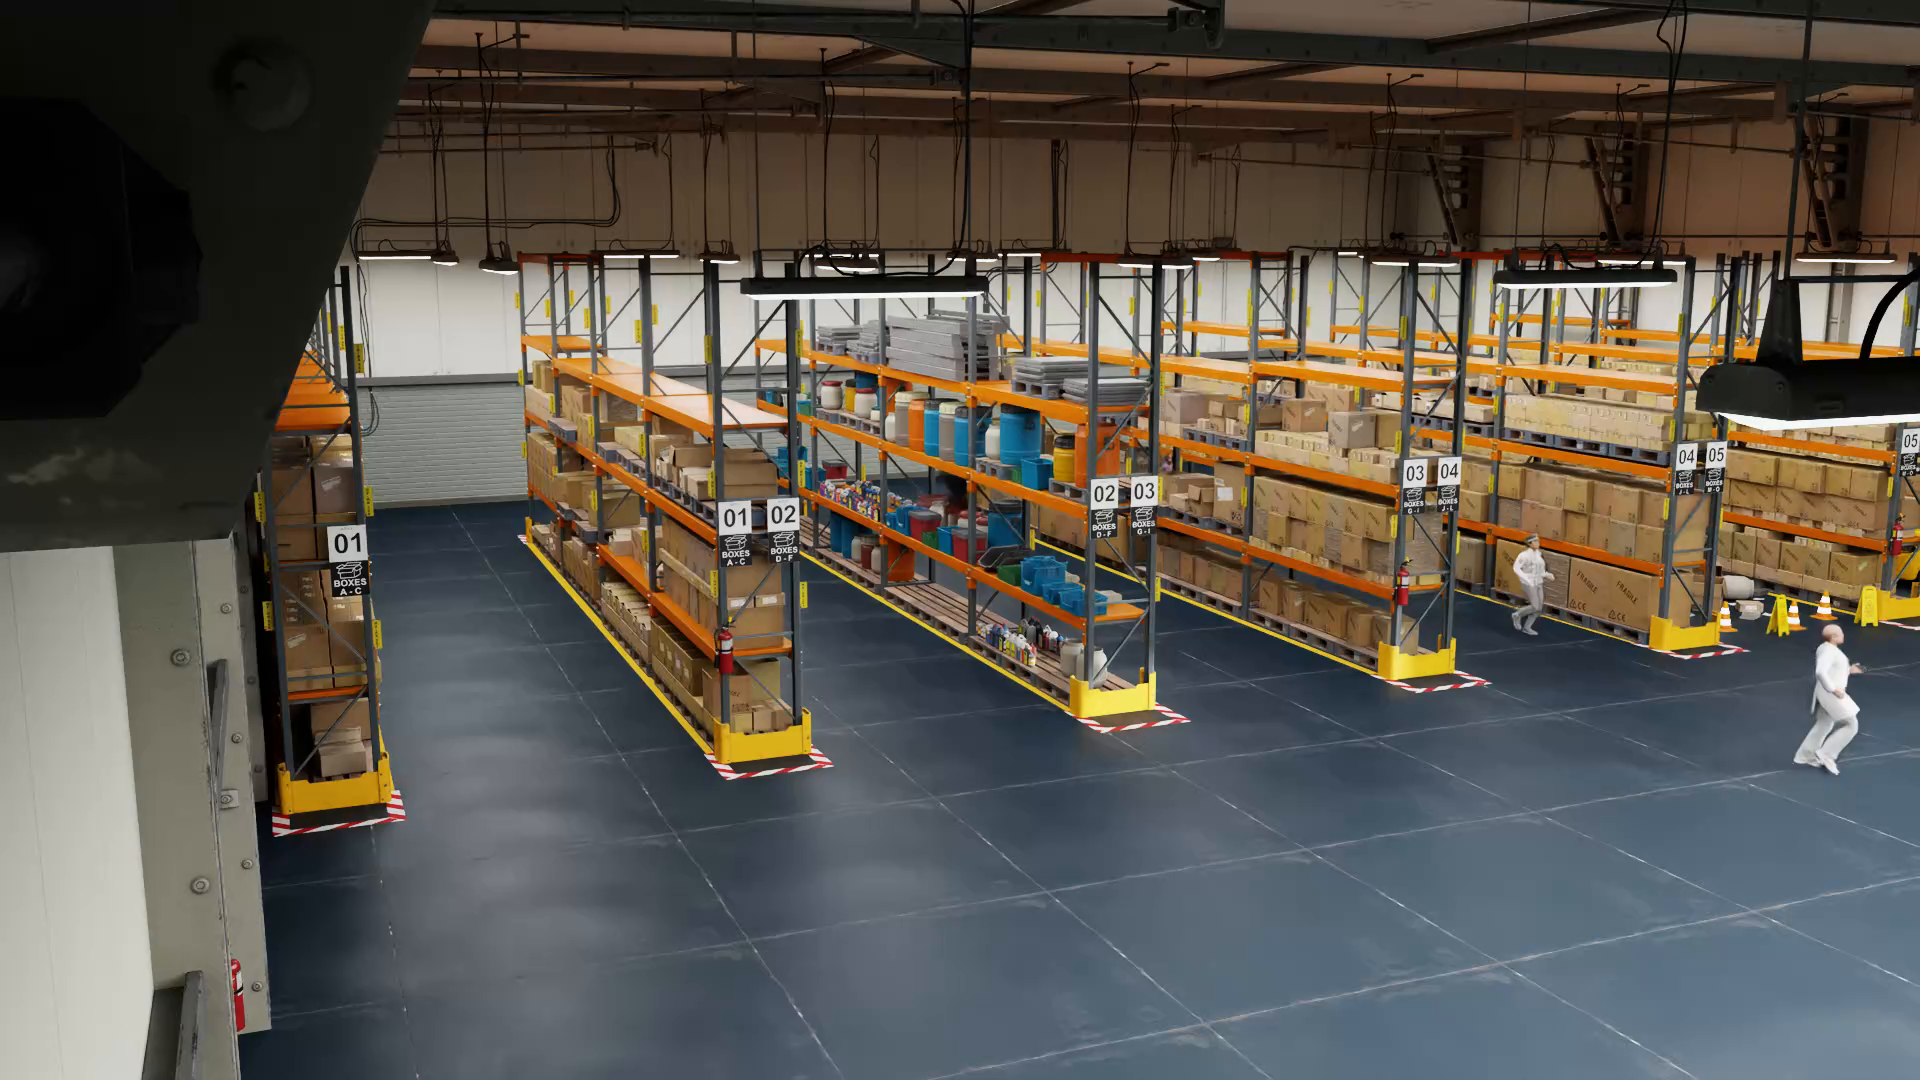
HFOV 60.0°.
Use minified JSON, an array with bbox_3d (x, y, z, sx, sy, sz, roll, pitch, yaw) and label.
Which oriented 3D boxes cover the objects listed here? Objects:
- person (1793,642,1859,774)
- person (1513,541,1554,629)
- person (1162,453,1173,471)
[{"bbox_3d":[10.351,1.999,19.830,0.628,1.601,0.685,2,11,9],"label":"person"},{"bbox_3d":[9.180,0.700,26.580,0.612,1.543,0.517,-7,13,-35],"label":"person"},{"bbox_3d":[4.661,-1.157,37.086,0.478,1.533,0.530,-3,11,-15],"label":"person"}]
